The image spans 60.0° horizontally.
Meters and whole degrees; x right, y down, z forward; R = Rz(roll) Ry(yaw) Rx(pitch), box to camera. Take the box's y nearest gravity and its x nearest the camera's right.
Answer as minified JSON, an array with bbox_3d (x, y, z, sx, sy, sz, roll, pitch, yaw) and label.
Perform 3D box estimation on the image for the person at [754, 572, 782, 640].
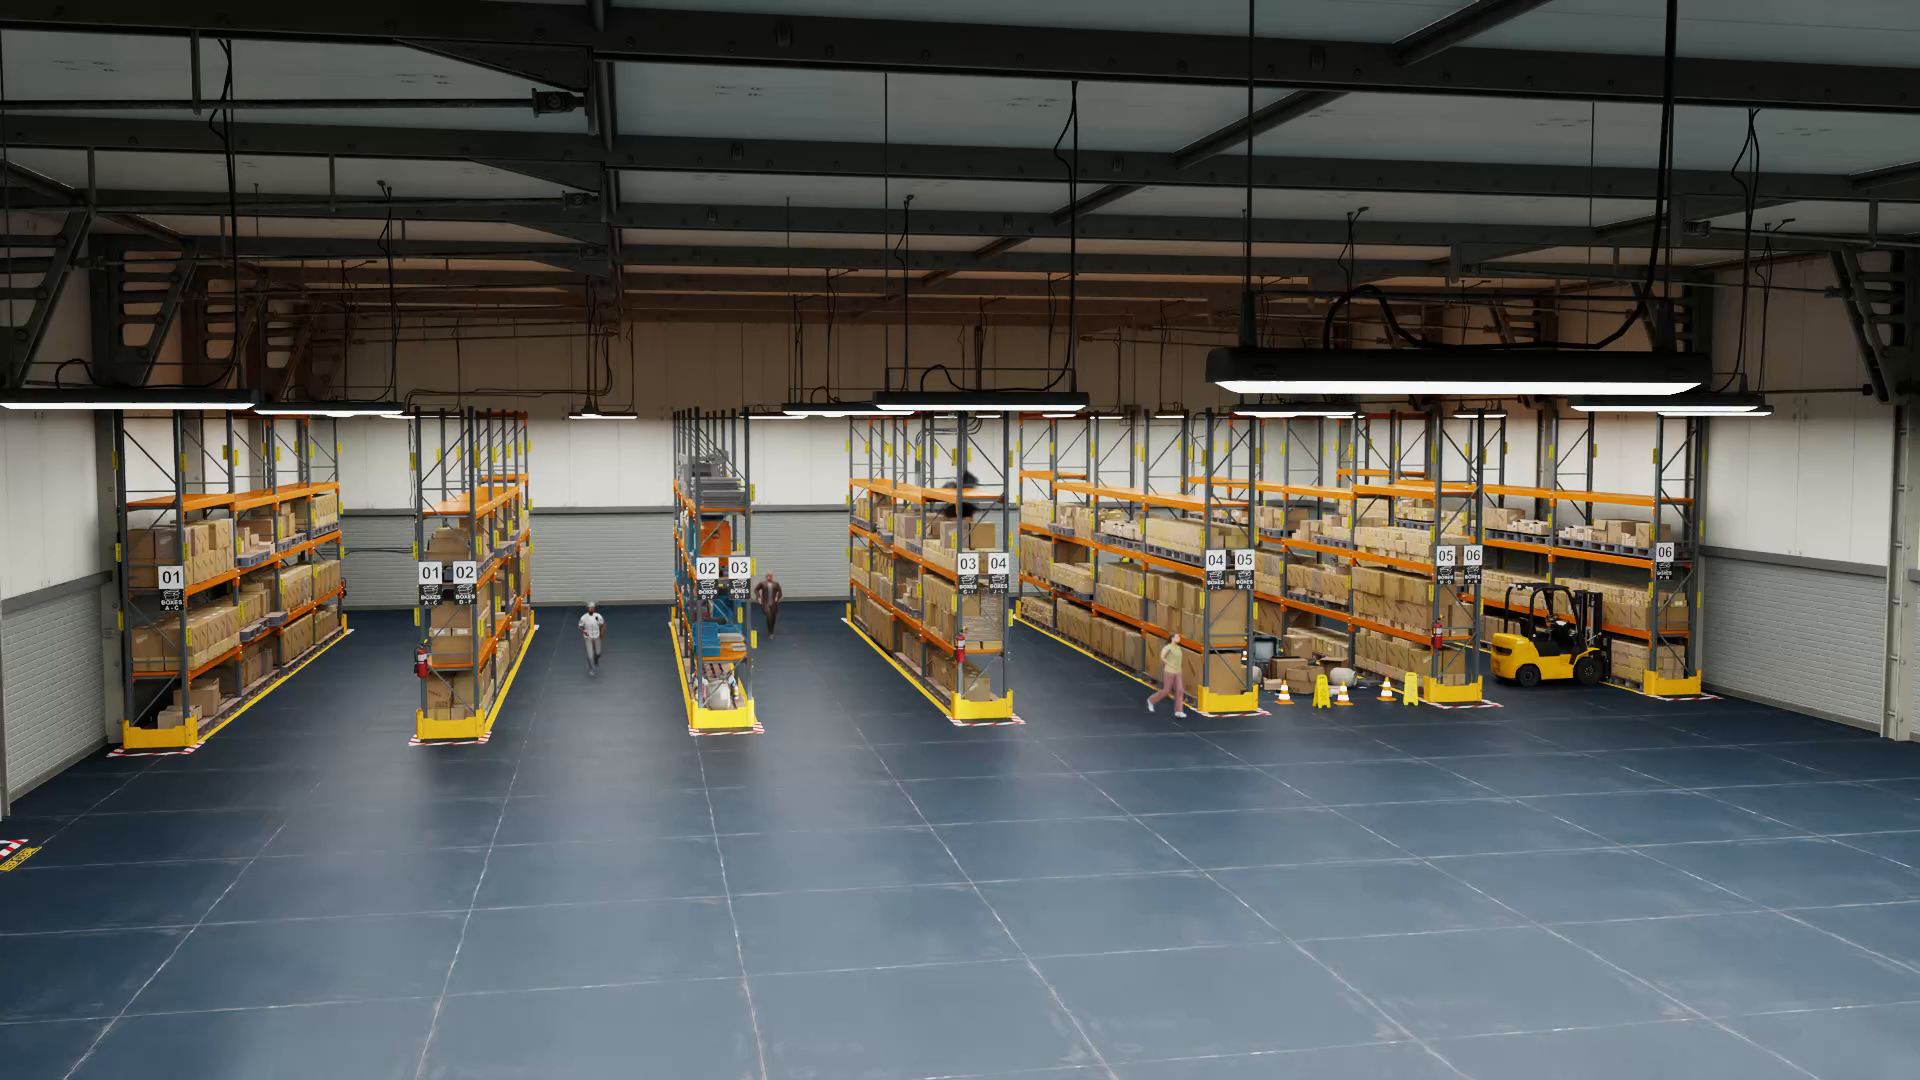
[{"bbox_3d":[-5.059,1.717,44.019,0.735,1.758,0.922,-1,4,-19],"label":"person"}]

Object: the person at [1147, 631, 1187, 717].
[{"bbox_3d":[4.158,2.589,32.413,0.635,1.627,0.930,-4,6,-45],"label":"person"}]

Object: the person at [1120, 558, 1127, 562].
[{"bbox_3d":[5.264,1.341,50.615,0.920,1.588,0.713,0,4,-6],"label":"person"}]

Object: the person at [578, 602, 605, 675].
[{"bbox_3d":[-8.331,2.223,37.673,0.629,1.667,0.539,-1,4,-20],"label":"person"}]
